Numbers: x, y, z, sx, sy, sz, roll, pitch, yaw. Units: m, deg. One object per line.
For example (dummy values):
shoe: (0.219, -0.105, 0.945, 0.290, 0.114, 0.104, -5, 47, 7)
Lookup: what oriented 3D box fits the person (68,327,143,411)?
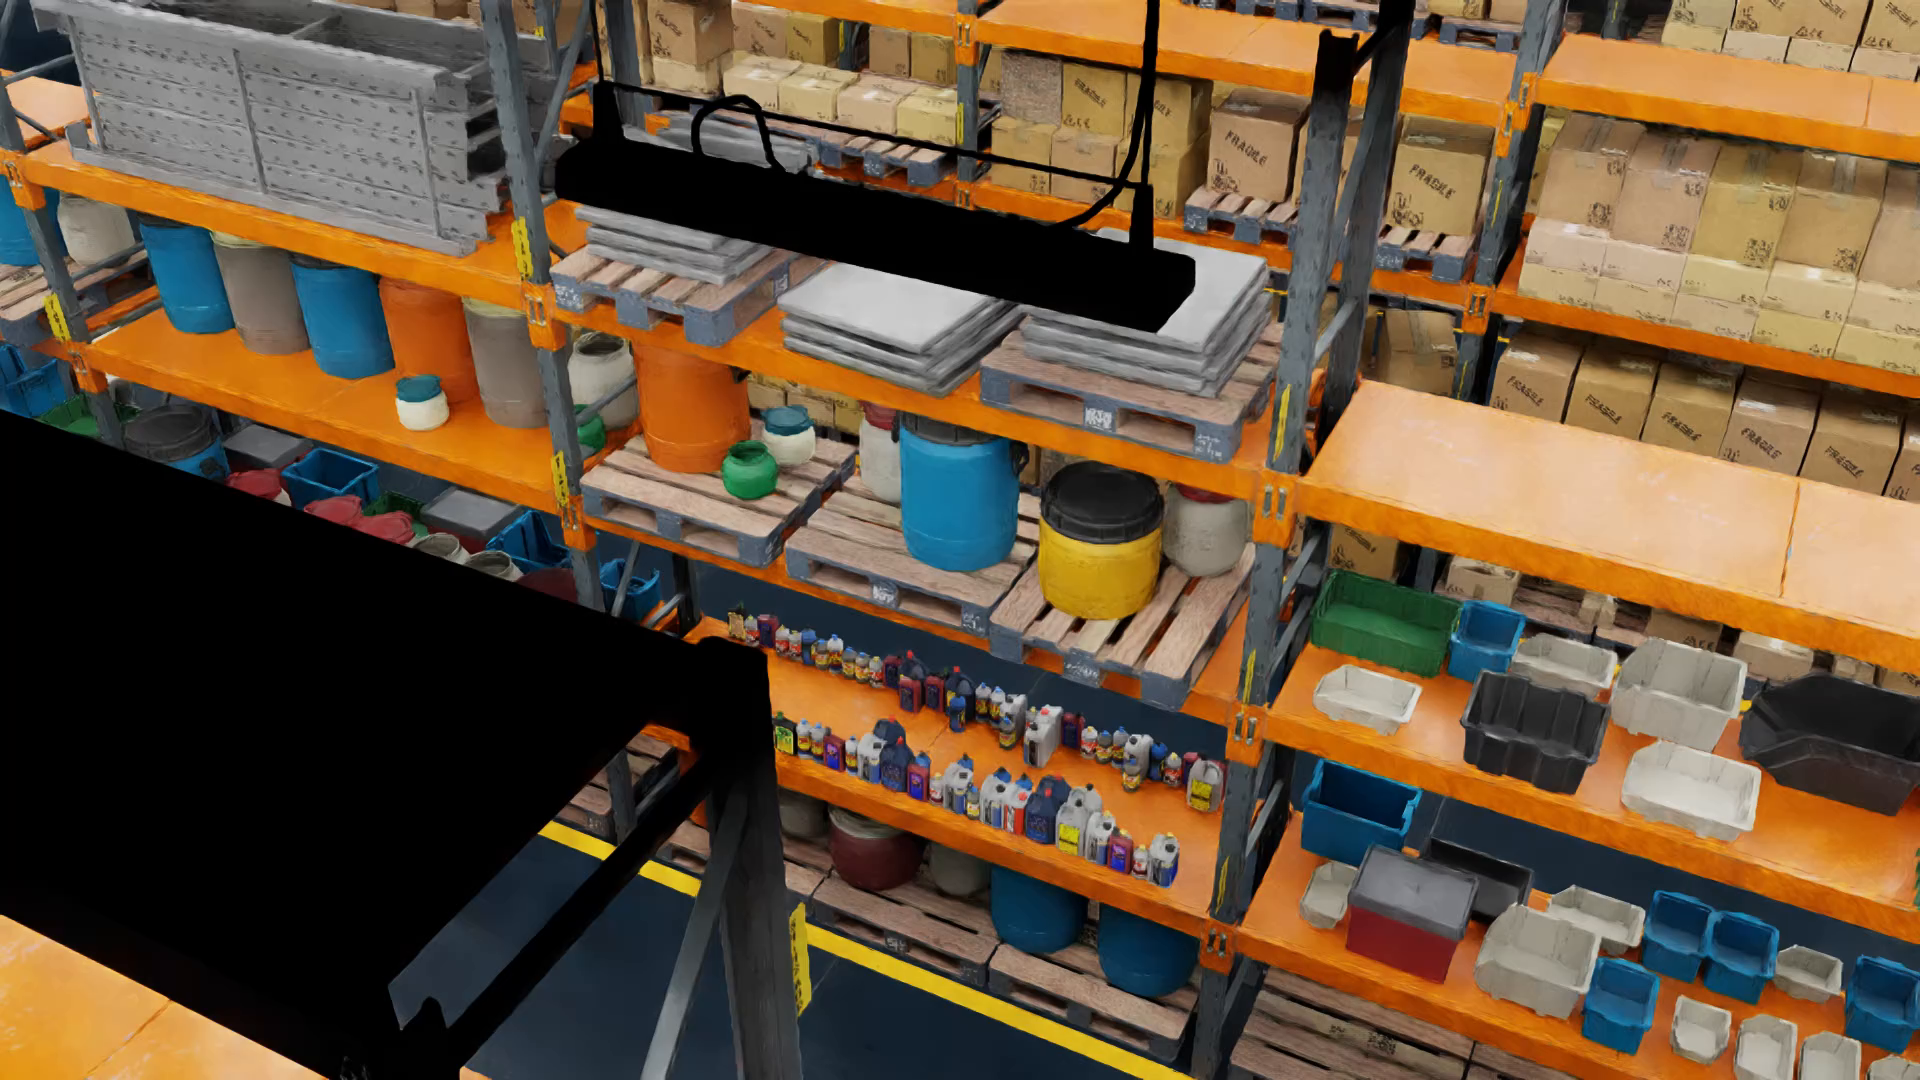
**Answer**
person: (-7.421, -1.400, 14.466, 0.531, 1.629, 0.592, 15, 38, 20)
